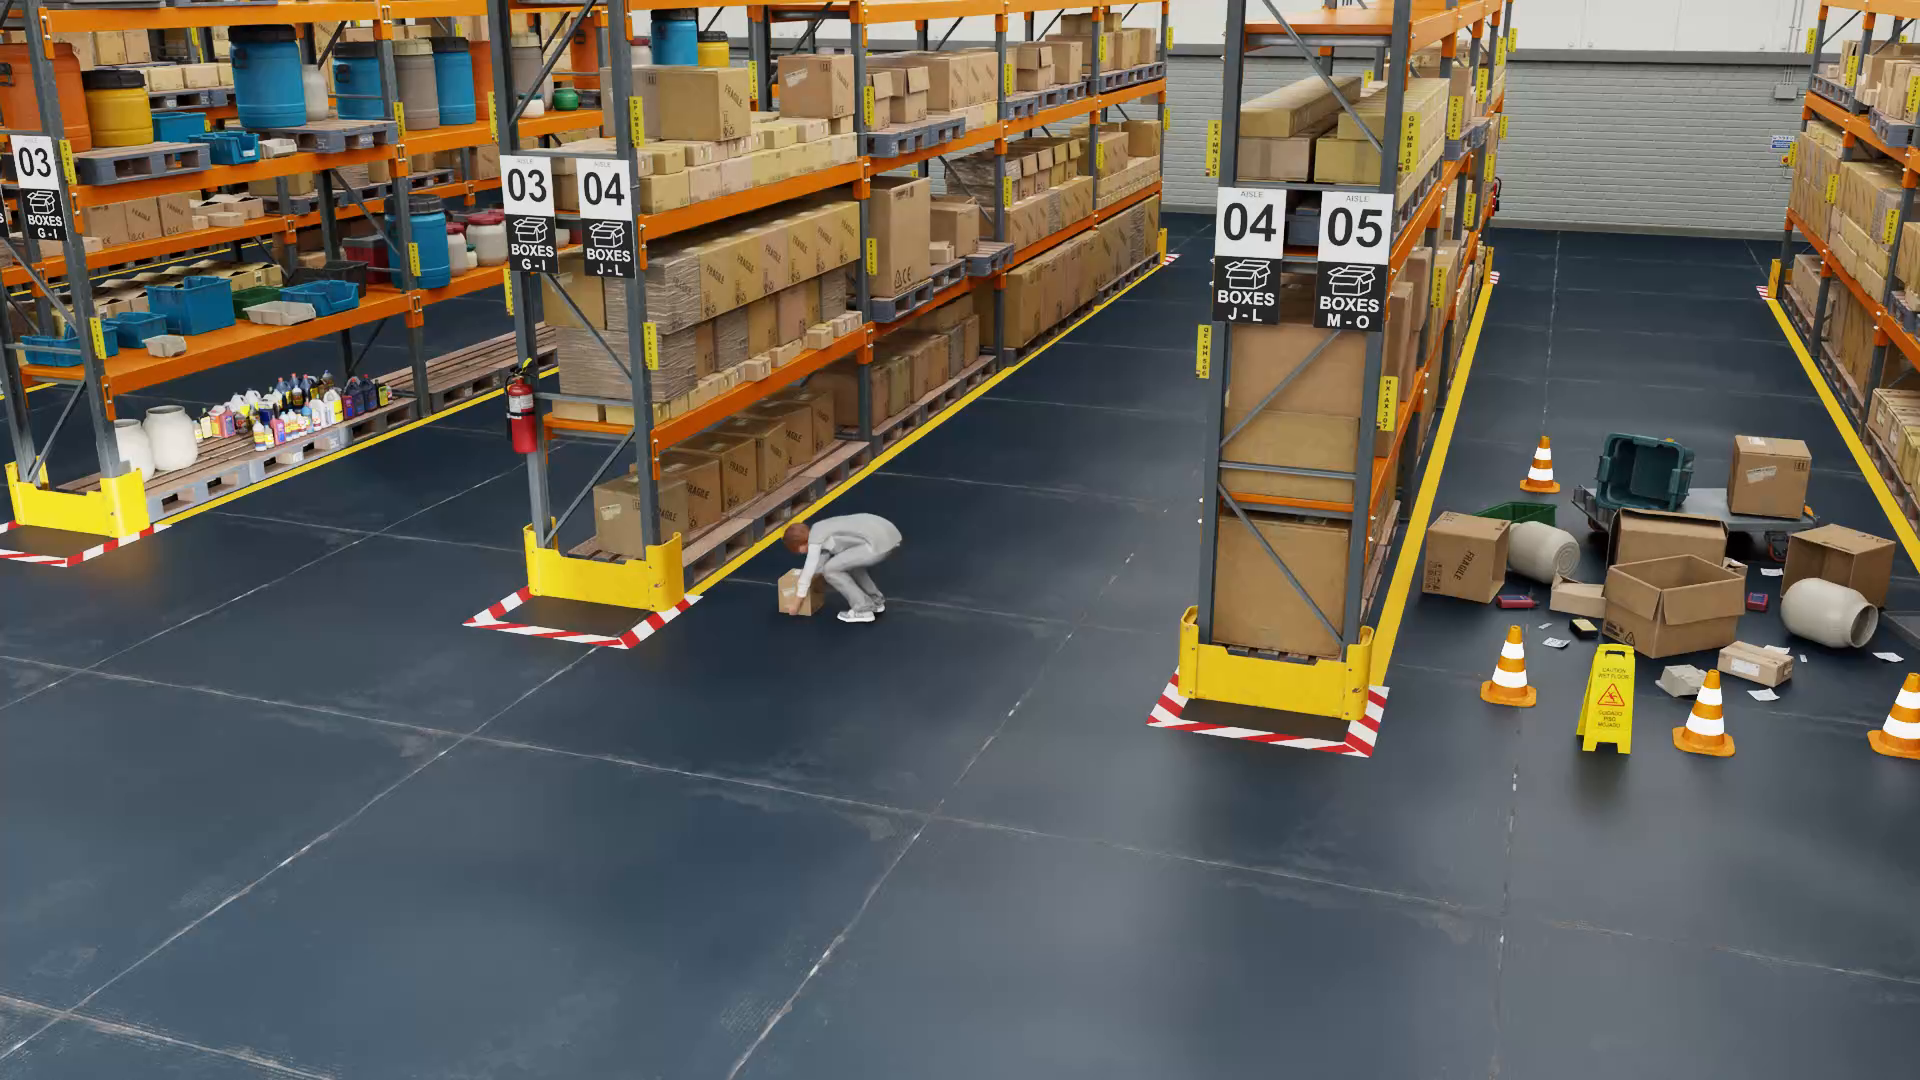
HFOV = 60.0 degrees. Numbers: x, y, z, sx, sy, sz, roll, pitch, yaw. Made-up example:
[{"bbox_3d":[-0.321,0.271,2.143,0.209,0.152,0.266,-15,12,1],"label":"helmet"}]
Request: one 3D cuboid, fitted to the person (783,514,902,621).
[{"bbox_3d":[-0.845,0.183,11.870,0.871,0.779,0.429,6,20,16],"label":"person"}]
